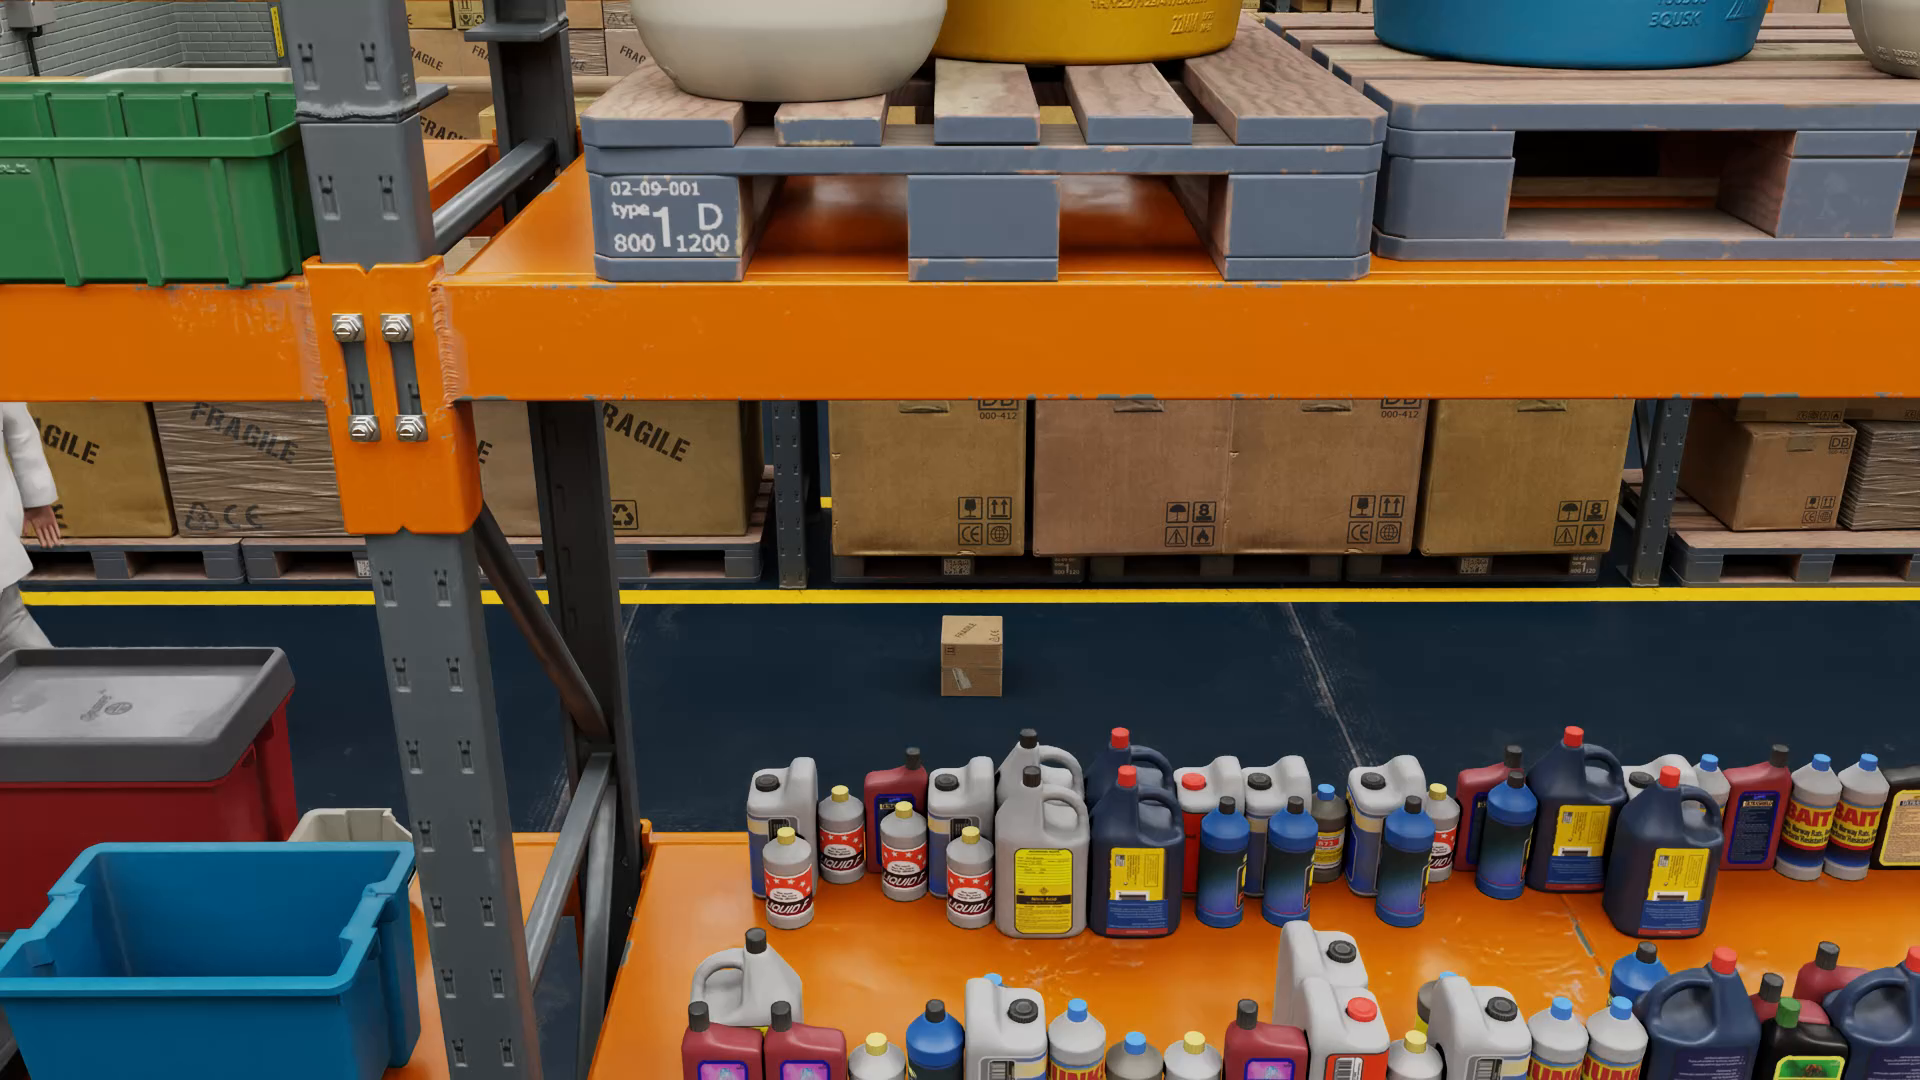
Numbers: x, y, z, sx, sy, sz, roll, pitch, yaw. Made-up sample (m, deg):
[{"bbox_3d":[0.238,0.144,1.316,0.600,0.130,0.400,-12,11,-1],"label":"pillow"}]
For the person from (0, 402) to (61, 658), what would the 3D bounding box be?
[{"bbox_3d":[-3.745,-0.024,6.232,0.723,1.849,0.565,2,24,3],"label":"person"}]
